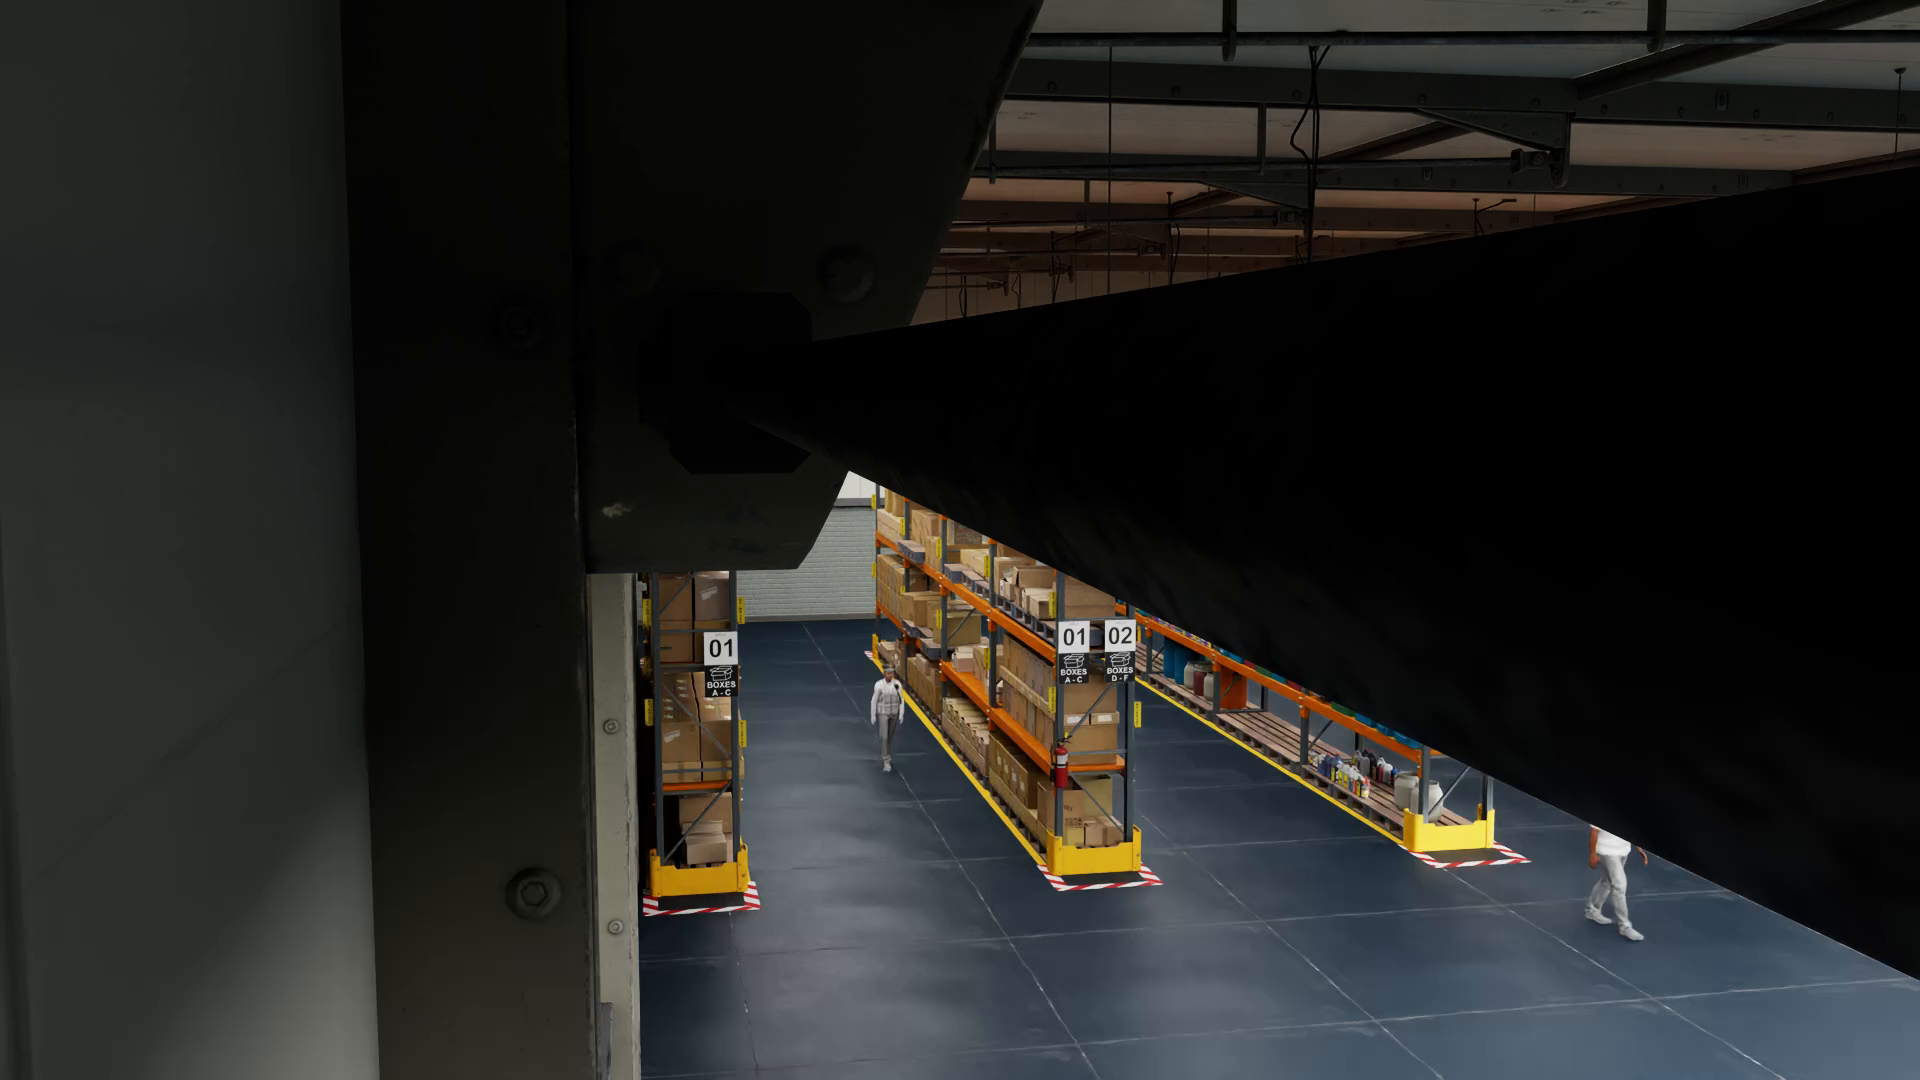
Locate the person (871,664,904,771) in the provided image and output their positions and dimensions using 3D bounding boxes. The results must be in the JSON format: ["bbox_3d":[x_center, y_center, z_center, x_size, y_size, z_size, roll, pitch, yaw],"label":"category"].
[{"bbox_3d":[-1.124,2.779,26.480,0.509,1.638,0.877,-3,7,-26],"label":"person"}]

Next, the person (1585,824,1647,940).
[{"bbox_3d":[7.427,3.526,18.705,0.587,1.733,0.842,-4,7,-37],"label":"person"}]
